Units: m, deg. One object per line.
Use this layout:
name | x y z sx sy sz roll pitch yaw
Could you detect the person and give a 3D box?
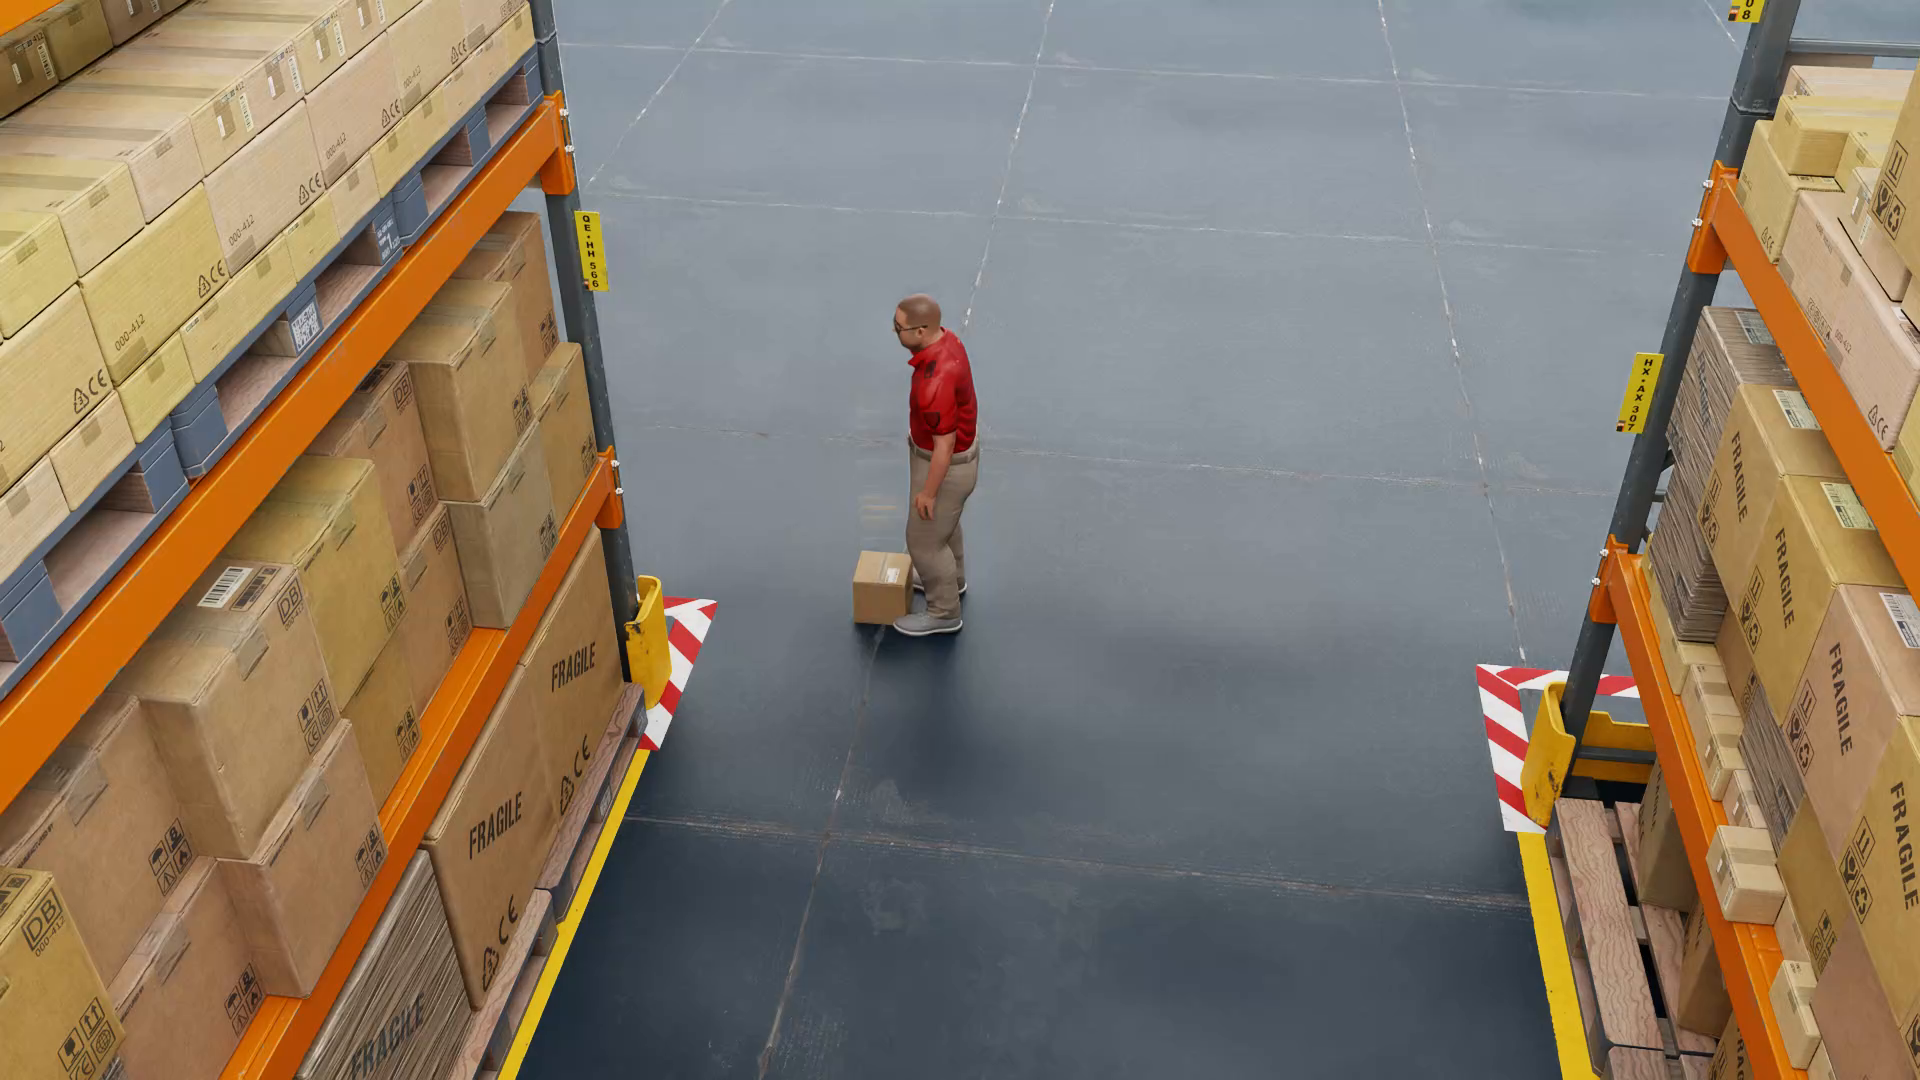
person | -0.113 -0.281 7.589 0.394 1.551 0.592 2 36 3
